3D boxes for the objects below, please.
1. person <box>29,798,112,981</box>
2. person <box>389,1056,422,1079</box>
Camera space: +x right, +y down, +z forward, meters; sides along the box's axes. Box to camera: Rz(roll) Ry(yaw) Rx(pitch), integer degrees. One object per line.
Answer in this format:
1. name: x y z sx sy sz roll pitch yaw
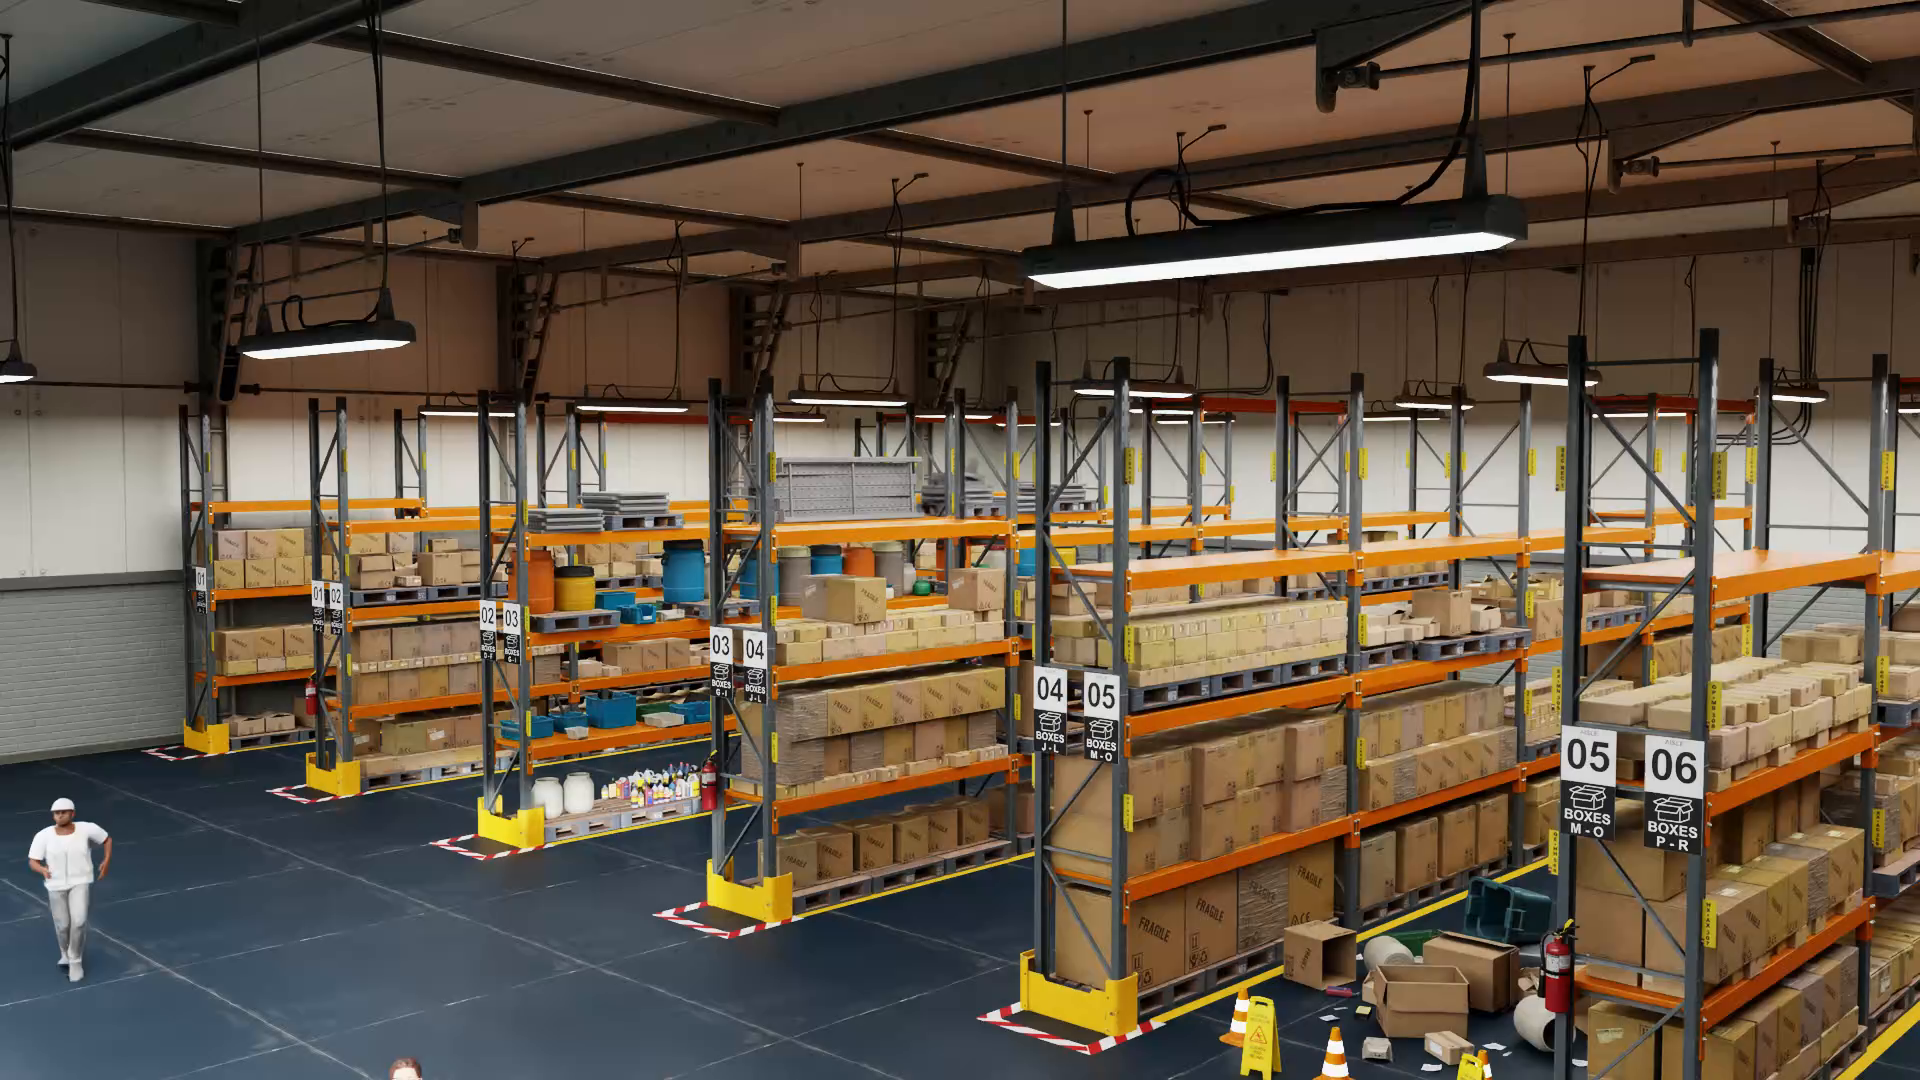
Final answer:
1. person: -8.800 3.439 16.442 0.707 1.790 0.734 -1 3 -20
2. person: -3.203 3.837 9.689 0.558 1.631 0.555 -1 3 -11
